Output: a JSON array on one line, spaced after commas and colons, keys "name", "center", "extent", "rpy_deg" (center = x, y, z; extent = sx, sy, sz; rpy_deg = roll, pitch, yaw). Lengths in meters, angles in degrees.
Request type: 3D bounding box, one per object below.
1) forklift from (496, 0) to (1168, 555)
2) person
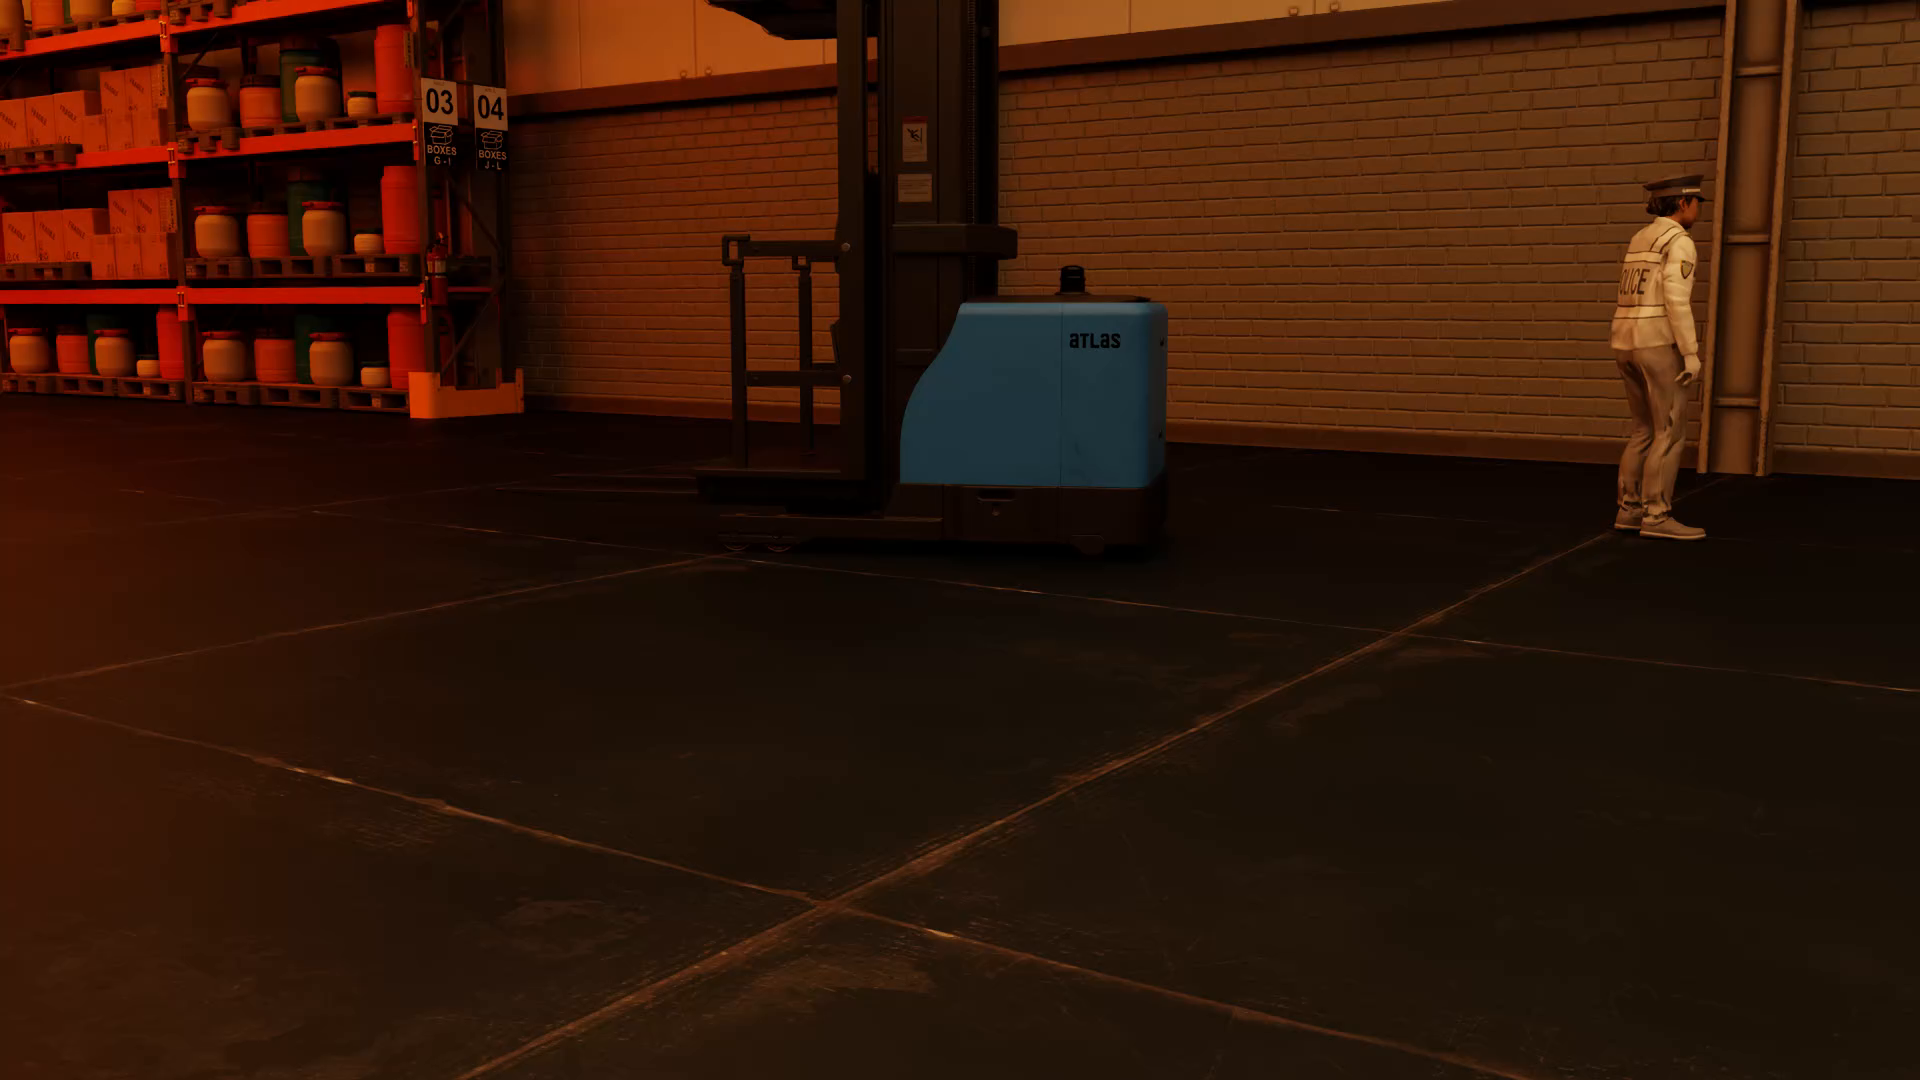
[{"name": "forklift", "center": [-0.596, -1.469, 7.520], "extent": [3.031, 2.935, 1.130], "rpy_deg": [2, 8, 12]}, {"name": "person", "center": [3.229, -0.854, 7.698], "extent": [0.369, 1.667, 0.547], "rpy_deg": [-1, 8, -5]}]
